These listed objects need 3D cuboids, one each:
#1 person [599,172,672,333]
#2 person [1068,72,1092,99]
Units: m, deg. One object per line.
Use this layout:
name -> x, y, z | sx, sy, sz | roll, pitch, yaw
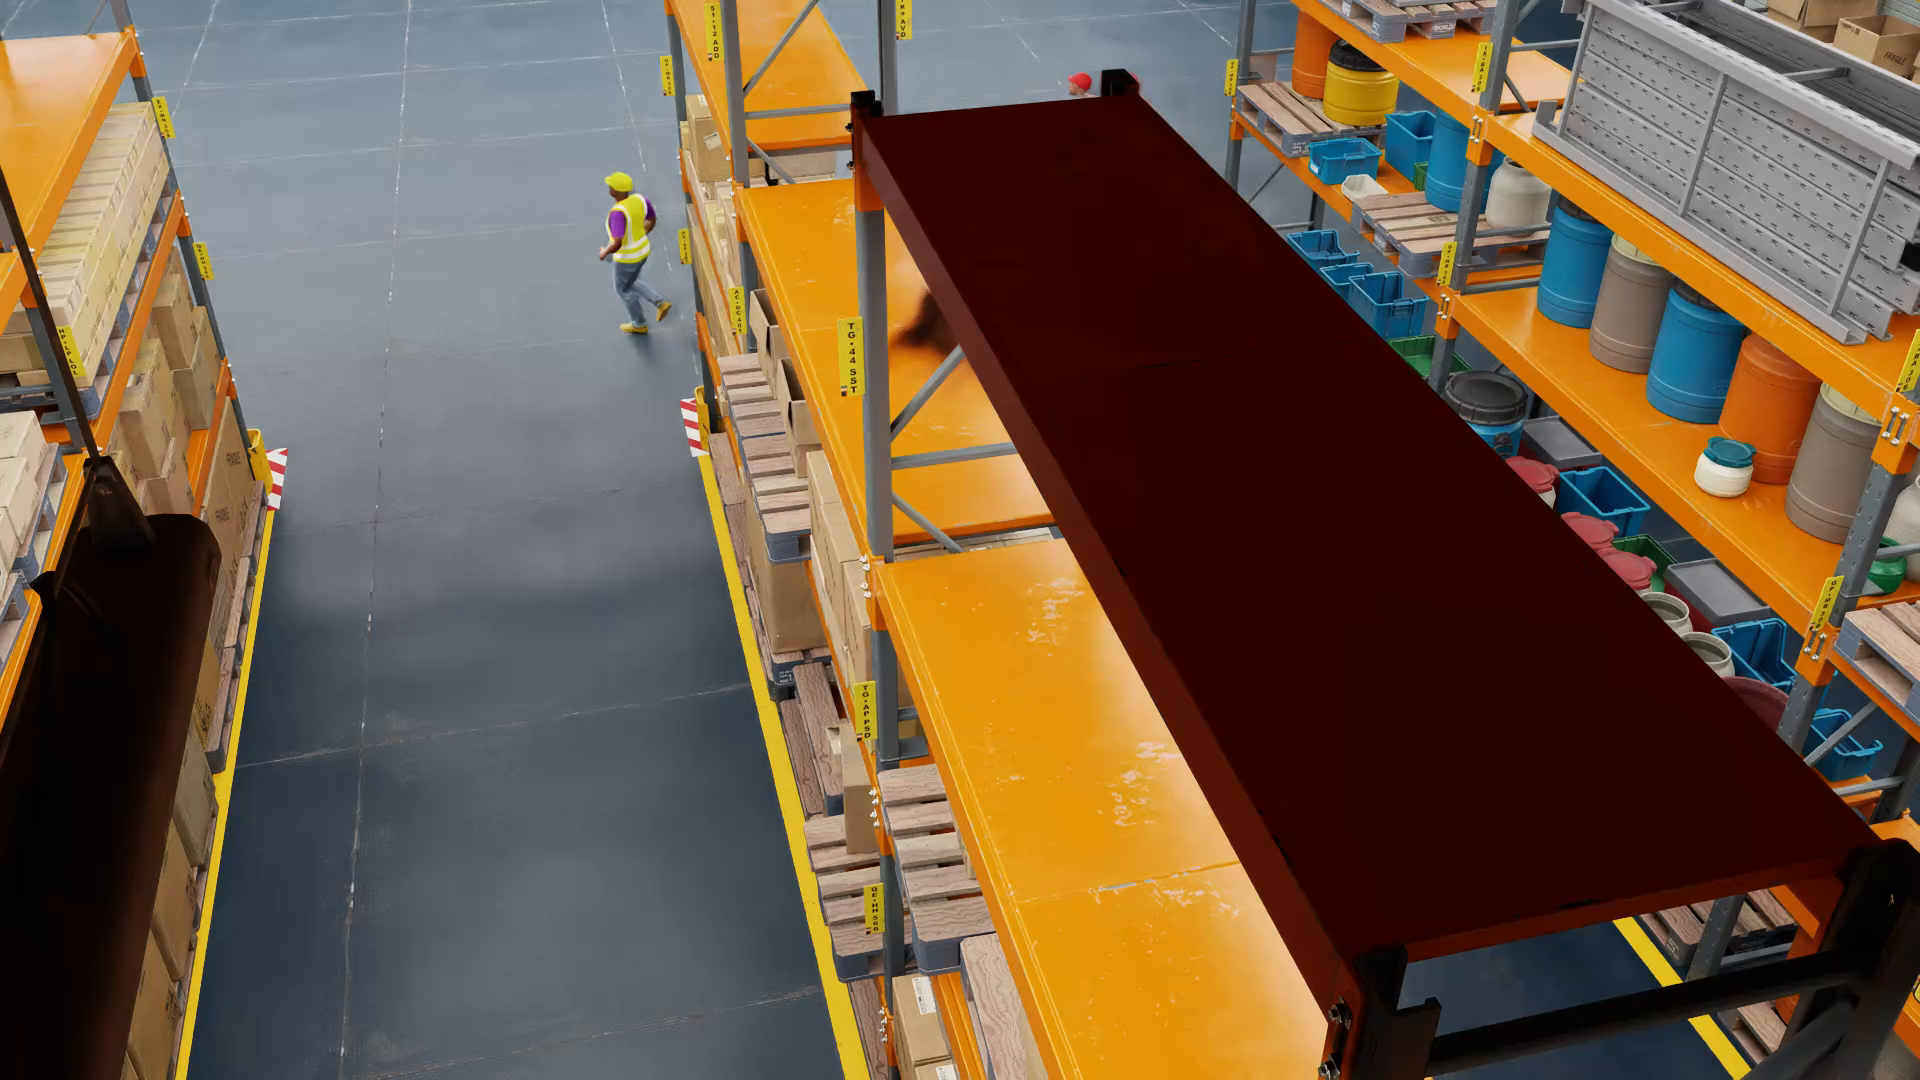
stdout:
person -> -3.284, -2.864, 16.754 | 0.577, 1.738, 0.719 | 12, 36, 17
person -> 1.350, -4.528, 19.152 | 0.586, 1.745, 0.661 | 7, 35, 10
